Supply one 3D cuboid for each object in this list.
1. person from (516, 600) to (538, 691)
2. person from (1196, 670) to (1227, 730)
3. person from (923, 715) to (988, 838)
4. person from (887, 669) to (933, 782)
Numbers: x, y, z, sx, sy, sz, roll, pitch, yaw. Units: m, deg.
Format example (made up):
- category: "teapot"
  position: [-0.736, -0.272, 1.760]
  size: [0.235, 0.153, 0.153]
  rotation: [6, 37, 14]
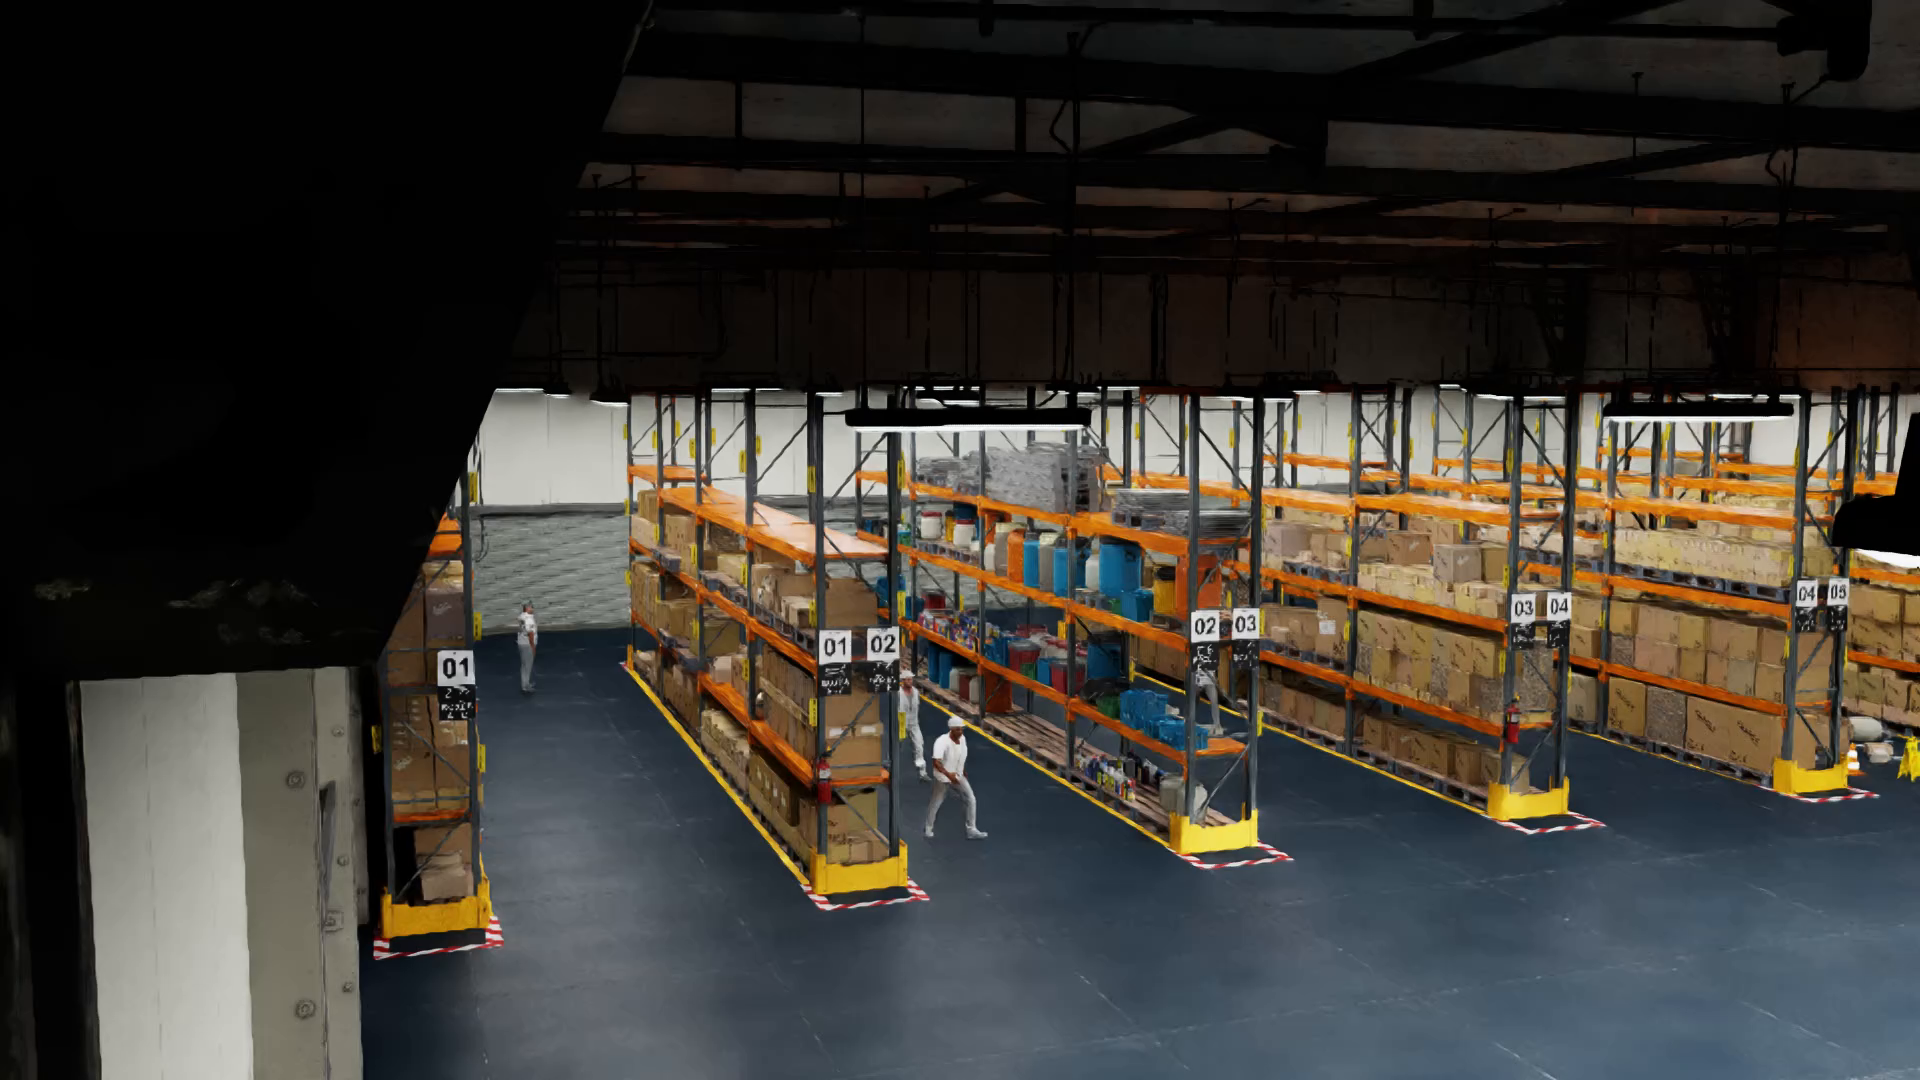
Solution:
- category: "person"
  position: [-8.510, 2.057, 32.756]
  size: [0.417, 1.772, 0.691]
  rotation: [-3, 7, -30]
- category: "person"
  position: [4.290, 2.513, 29.181]
  size: [0.456, 1.589, 1.088]
  rotation: [-2, 6, -17]
- category: "person"
  position: [-0.133, 3.170, 22.340]
  size: [0.711, 1.695, 0.815]
  rotation: [-5, 7, -38]
- category: "person"
  position: [-0.814, 2.831, 25.476]
  size: [0.527, 1.727, 1.030]
  rotation: [-3, 7, -27]
